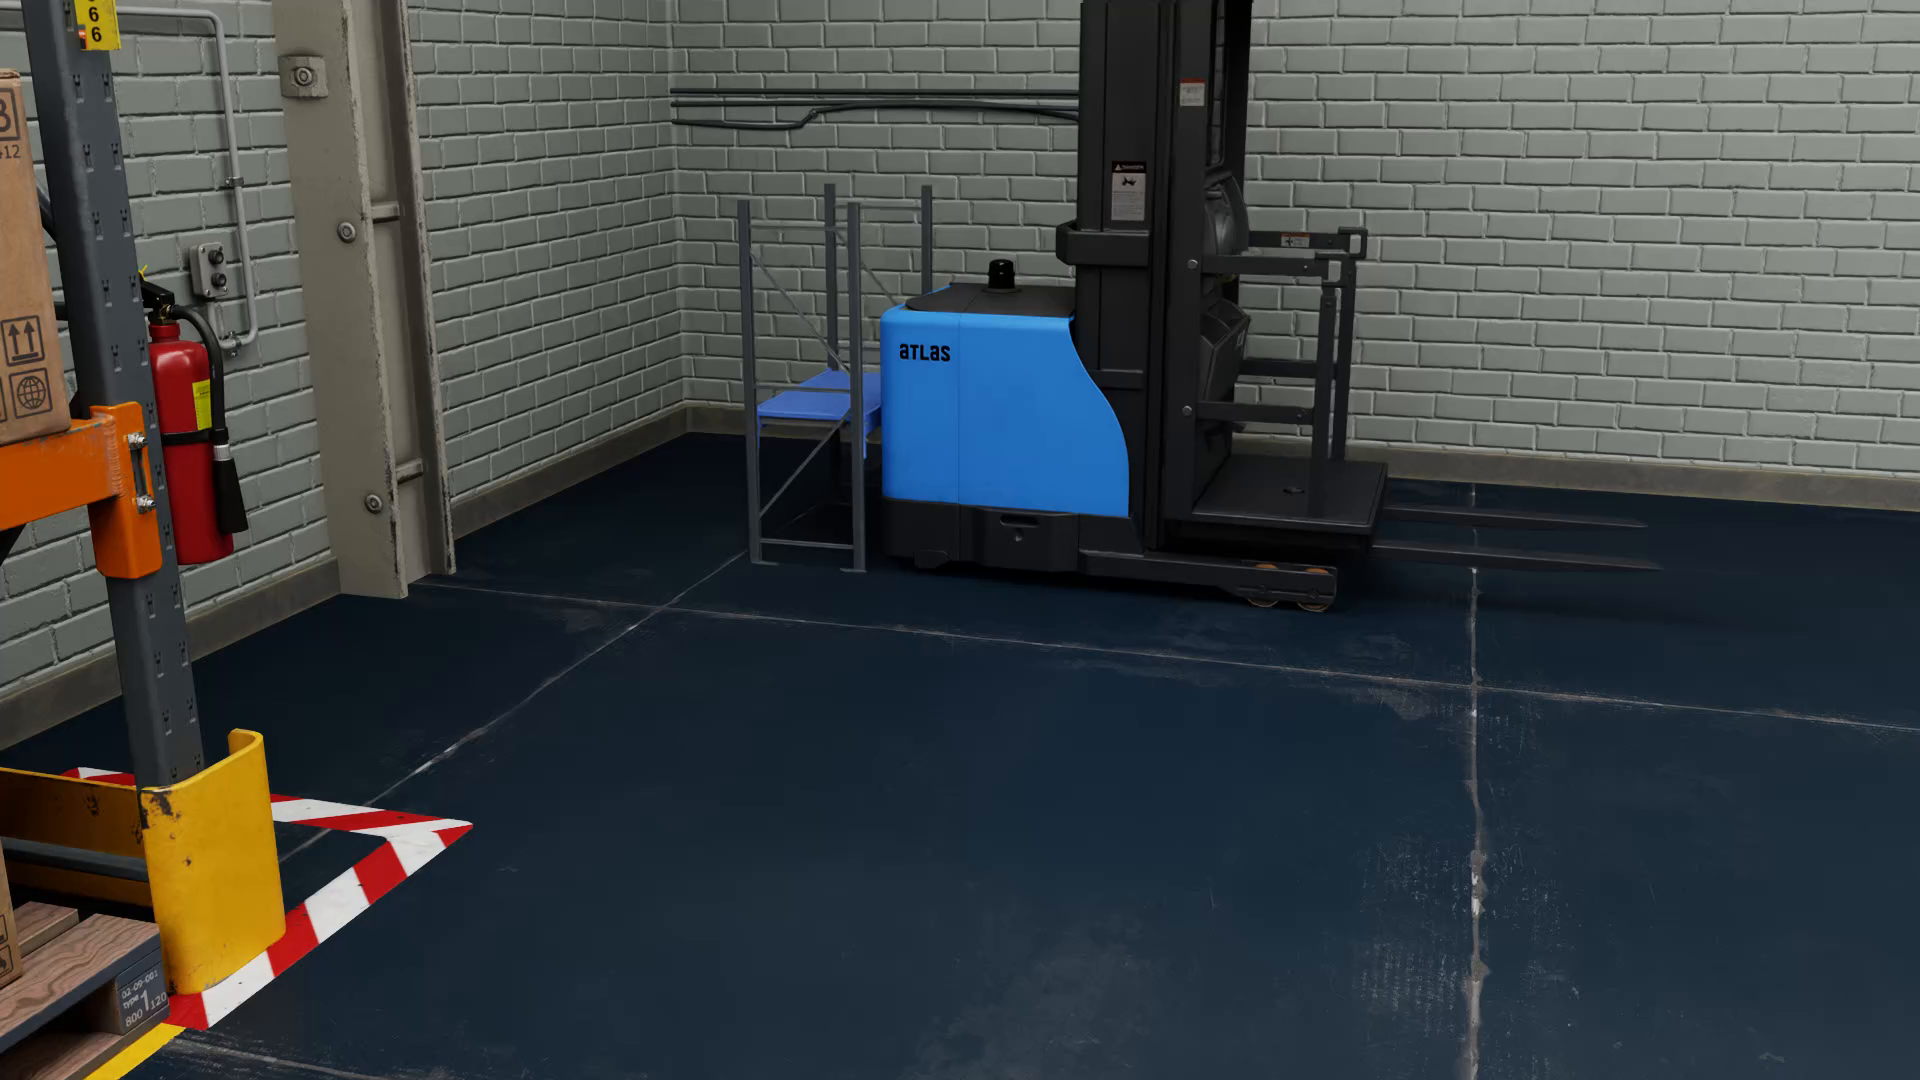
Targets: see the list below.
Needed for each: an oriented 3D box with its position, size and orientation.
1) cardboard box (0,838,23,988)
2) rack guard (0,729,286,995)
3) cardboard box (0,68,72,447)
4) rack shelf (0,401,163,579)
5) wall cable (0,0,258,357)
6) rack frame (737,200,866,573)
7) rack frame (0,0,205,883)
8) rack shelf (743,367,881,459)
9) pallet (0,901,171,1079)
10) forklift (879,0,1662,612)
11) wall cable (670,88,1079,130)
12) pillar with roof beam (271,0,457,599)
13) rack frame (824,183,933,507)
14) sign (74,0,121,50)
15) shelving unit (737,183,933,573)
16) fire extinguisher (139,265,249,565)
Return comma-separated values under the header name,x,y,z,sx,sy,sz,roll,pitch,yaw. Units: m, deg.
name,x,y,z,sx,sy,sz,roll,pitch,yaw
cardboard box,-2.324,0.690,3.212,0.700,0.500,0.500,5,16,16
rack guard,-2.214,0.695,3.964,1.175,0.500,0.348,5,16,16
cardboard box,-2.356,-0.512,3.087,0.980,0.700,0.700,5,17,18
rack shelf,-2.789,0.368,1.854,1.077,0.370,4.000,5,16,16
wall cable,-2.764,-1.399,4.902,0.084,1.984,1.851,5,16,16
rack frame,-0.634,-0.606,6.717,0.500,1.500,0.032,4,16,15
rack frame,-2.221,-0.502,3.601,1.000,3.000,0.127,5,16,16
rack shelf,-0.501,-0.567,7.238,0.538,0.185,1.000,4,16,15
pallet,-2.373,1.055,3.223,1.003,0.211,1.213,5,16,16
forklift,1.239,-1.297,6.531,3.031,2.935,1.130,5,17,16
wall cable,-0.271,-3.346,8.325,3.097,2.526,0.112,5,16,16
pillar with roof beam,1.845,-3.827,4.332,9.100,9.000,0.400,5,16,16
rack frame,-0.369,-0.874,7.662,0.500,1.500,0.032,4,16,15
sign,-1.704,-1.127,3.249,0.100,0.325,0.005,5,16,16
shelving unit,-0.501,-0.740,7.189,0.538,1.500,1.048,4,16,15
fire extinguisher,-1.735,-0.289,3.675,0.296,0.674,0.183,5,16,16
